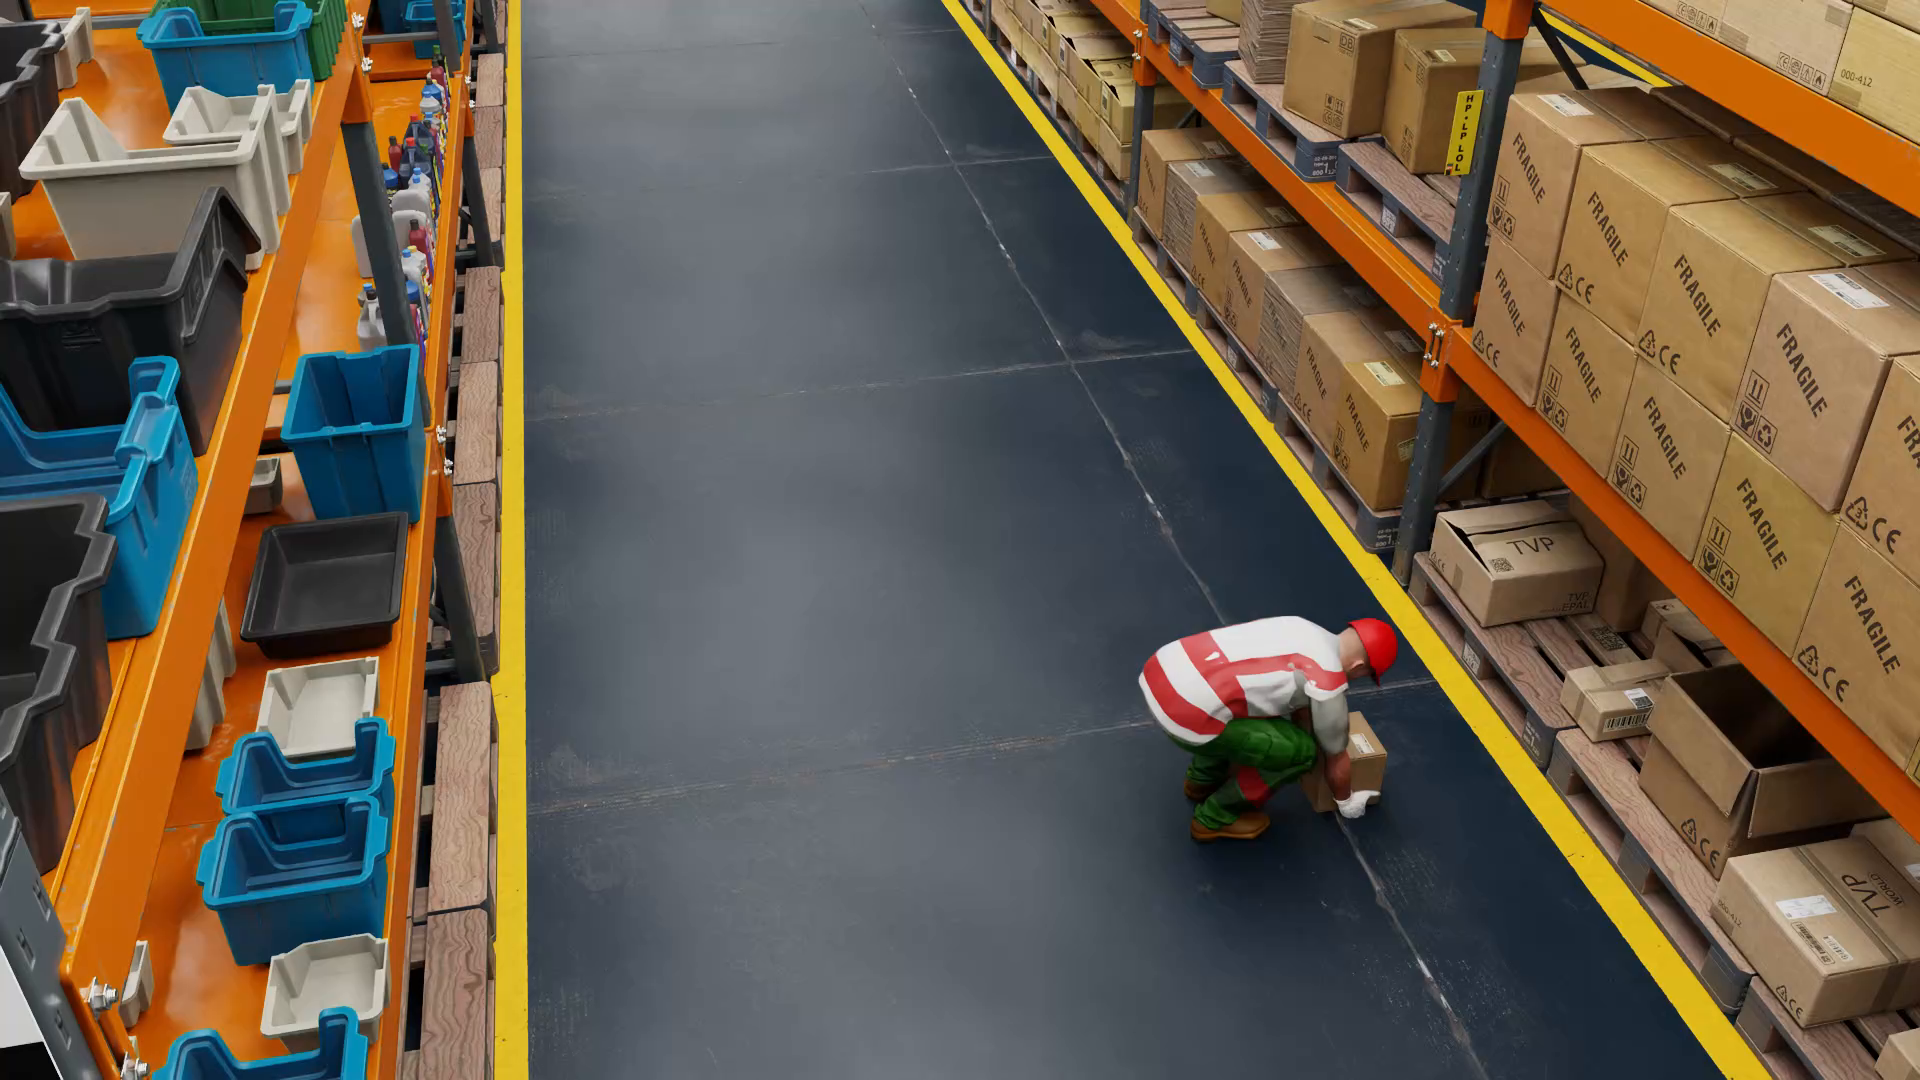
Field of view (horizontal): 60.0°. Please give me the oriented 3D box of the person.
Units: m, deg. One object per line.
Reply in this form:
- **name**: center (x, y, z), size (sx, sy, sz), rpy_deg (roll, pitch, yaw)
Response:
- **person**: center (1.121, 0.663, 6.050), size (0.965, 0.819, 0.520), rpy_deg (-8, 35, -12)
